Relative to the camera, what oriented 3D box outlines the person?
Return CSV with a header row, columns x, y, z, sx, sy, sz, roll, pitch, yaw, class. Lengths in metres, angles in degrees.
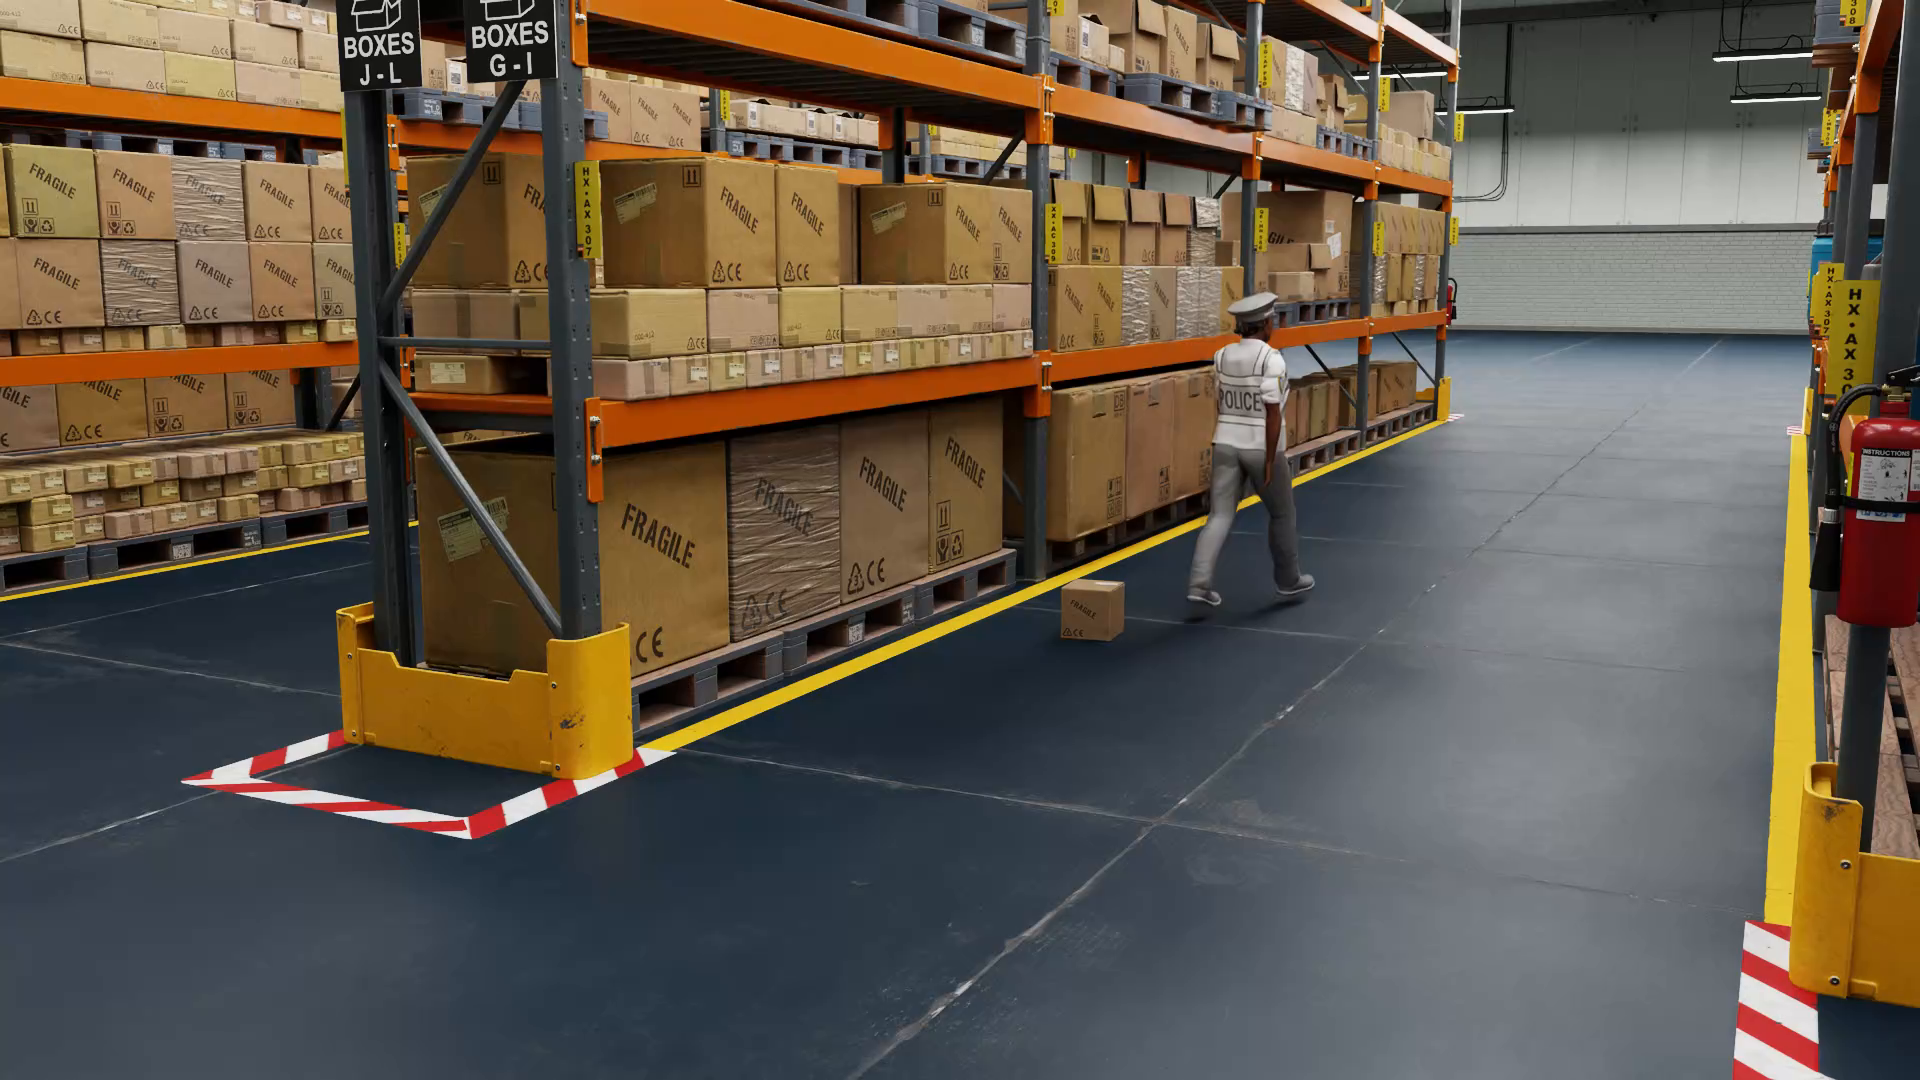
x,y,z,sx,sy,sz,roll,pitch,yaw,class
1.532,-0.480,8.704,0.452,1.623,1.024,7,12,37,person
